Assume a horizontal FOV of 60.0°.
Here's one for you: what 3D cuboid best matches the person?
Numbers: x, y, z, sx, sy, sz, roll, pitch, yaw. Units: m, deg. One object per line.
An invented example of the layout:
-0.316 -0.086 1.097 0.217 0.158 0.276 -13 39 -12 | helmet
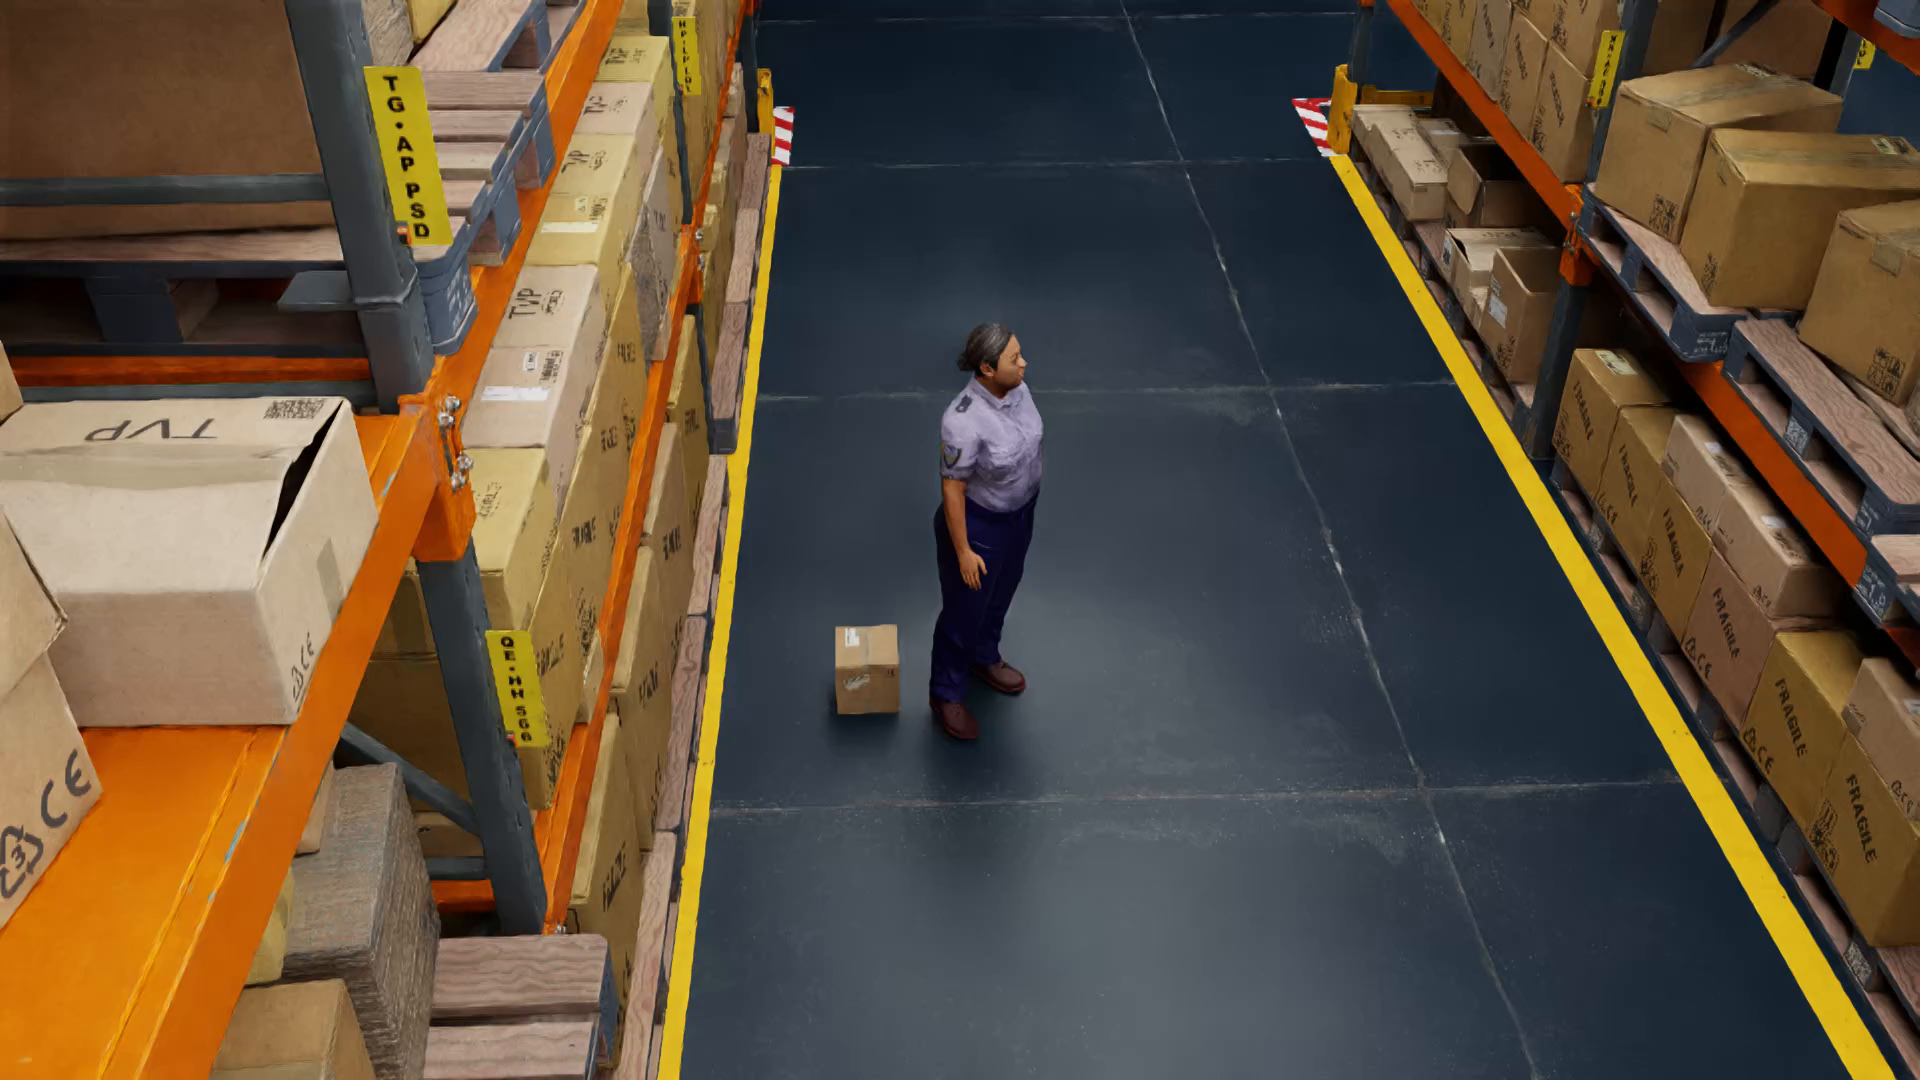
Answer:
0.097 -0.051 6.217 0.352 1.653 0.588 21 40 26 | person
